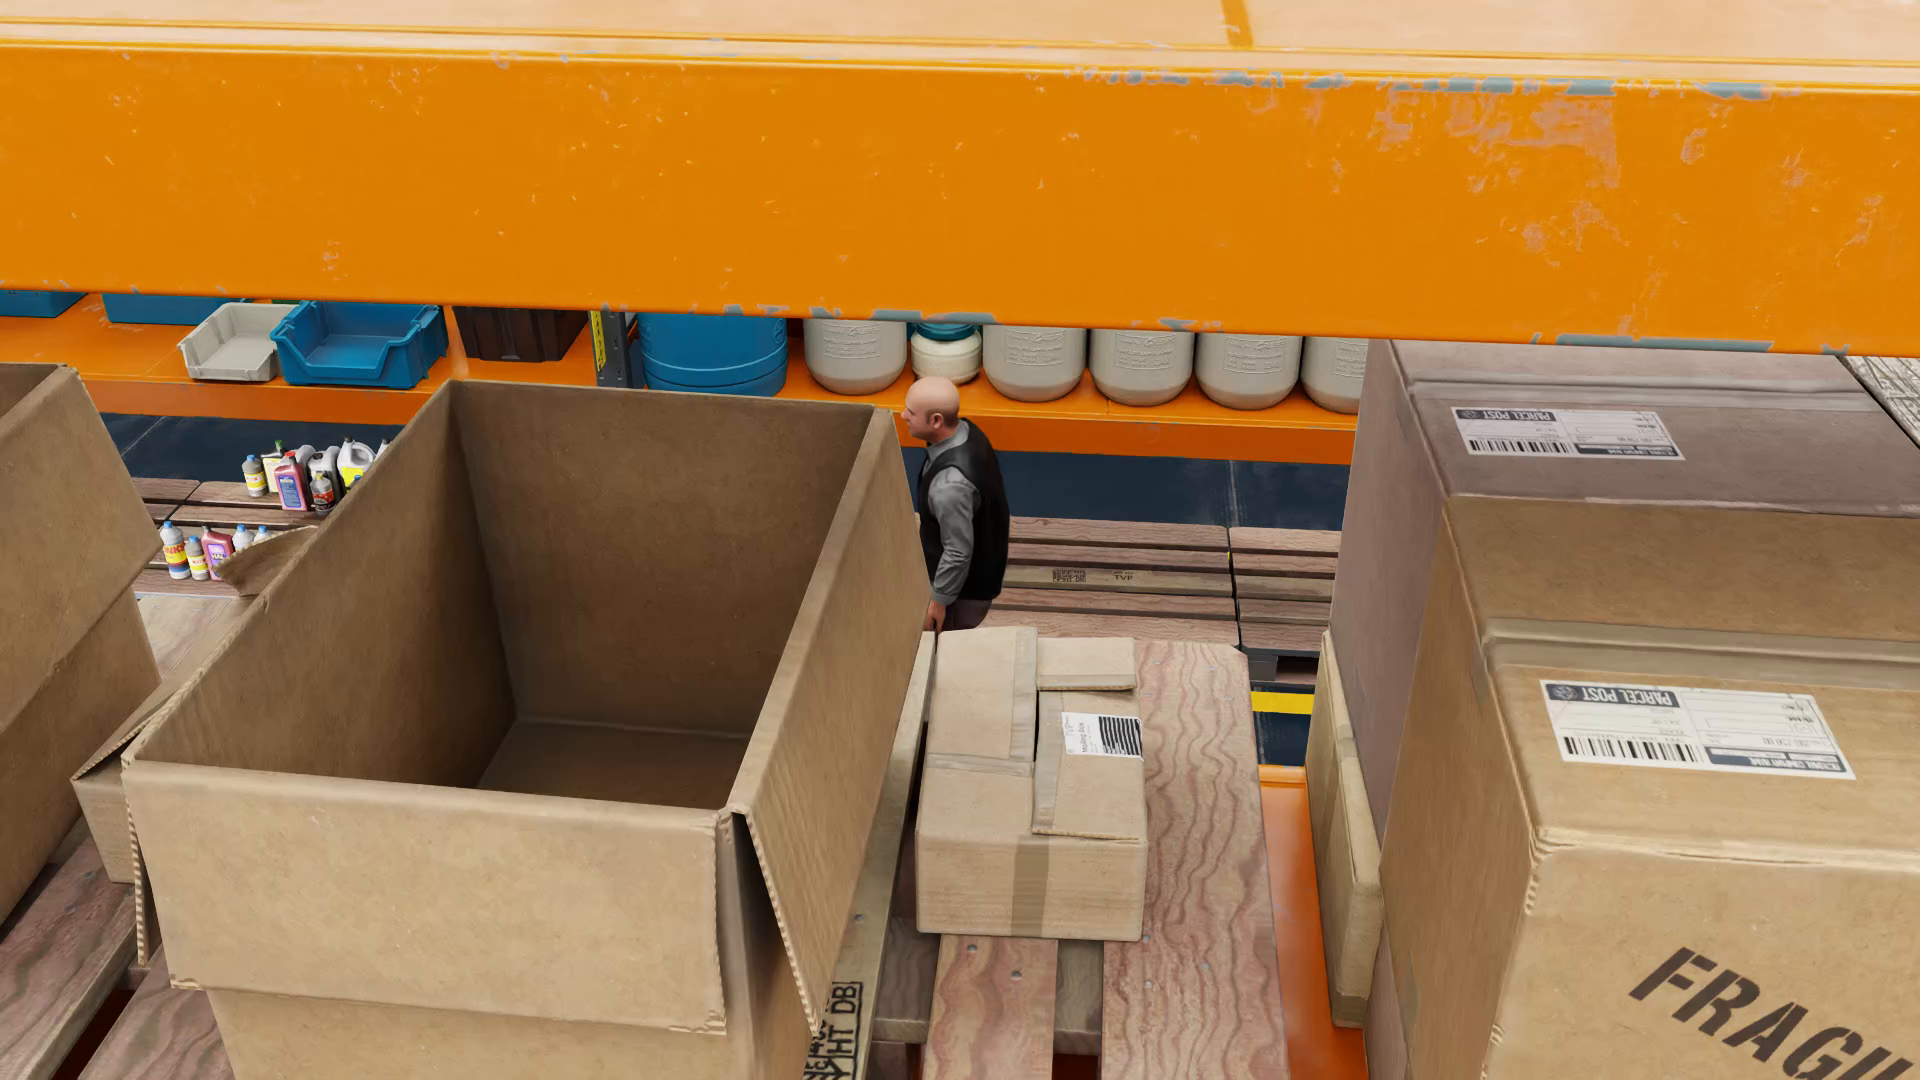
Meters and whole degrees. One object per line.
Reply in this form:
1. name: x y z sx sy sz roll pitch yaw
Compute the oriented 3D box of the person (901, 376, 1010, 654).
1. person: -0.021 0.144 6.426 0.418 1.721 0.570 1 32 2
